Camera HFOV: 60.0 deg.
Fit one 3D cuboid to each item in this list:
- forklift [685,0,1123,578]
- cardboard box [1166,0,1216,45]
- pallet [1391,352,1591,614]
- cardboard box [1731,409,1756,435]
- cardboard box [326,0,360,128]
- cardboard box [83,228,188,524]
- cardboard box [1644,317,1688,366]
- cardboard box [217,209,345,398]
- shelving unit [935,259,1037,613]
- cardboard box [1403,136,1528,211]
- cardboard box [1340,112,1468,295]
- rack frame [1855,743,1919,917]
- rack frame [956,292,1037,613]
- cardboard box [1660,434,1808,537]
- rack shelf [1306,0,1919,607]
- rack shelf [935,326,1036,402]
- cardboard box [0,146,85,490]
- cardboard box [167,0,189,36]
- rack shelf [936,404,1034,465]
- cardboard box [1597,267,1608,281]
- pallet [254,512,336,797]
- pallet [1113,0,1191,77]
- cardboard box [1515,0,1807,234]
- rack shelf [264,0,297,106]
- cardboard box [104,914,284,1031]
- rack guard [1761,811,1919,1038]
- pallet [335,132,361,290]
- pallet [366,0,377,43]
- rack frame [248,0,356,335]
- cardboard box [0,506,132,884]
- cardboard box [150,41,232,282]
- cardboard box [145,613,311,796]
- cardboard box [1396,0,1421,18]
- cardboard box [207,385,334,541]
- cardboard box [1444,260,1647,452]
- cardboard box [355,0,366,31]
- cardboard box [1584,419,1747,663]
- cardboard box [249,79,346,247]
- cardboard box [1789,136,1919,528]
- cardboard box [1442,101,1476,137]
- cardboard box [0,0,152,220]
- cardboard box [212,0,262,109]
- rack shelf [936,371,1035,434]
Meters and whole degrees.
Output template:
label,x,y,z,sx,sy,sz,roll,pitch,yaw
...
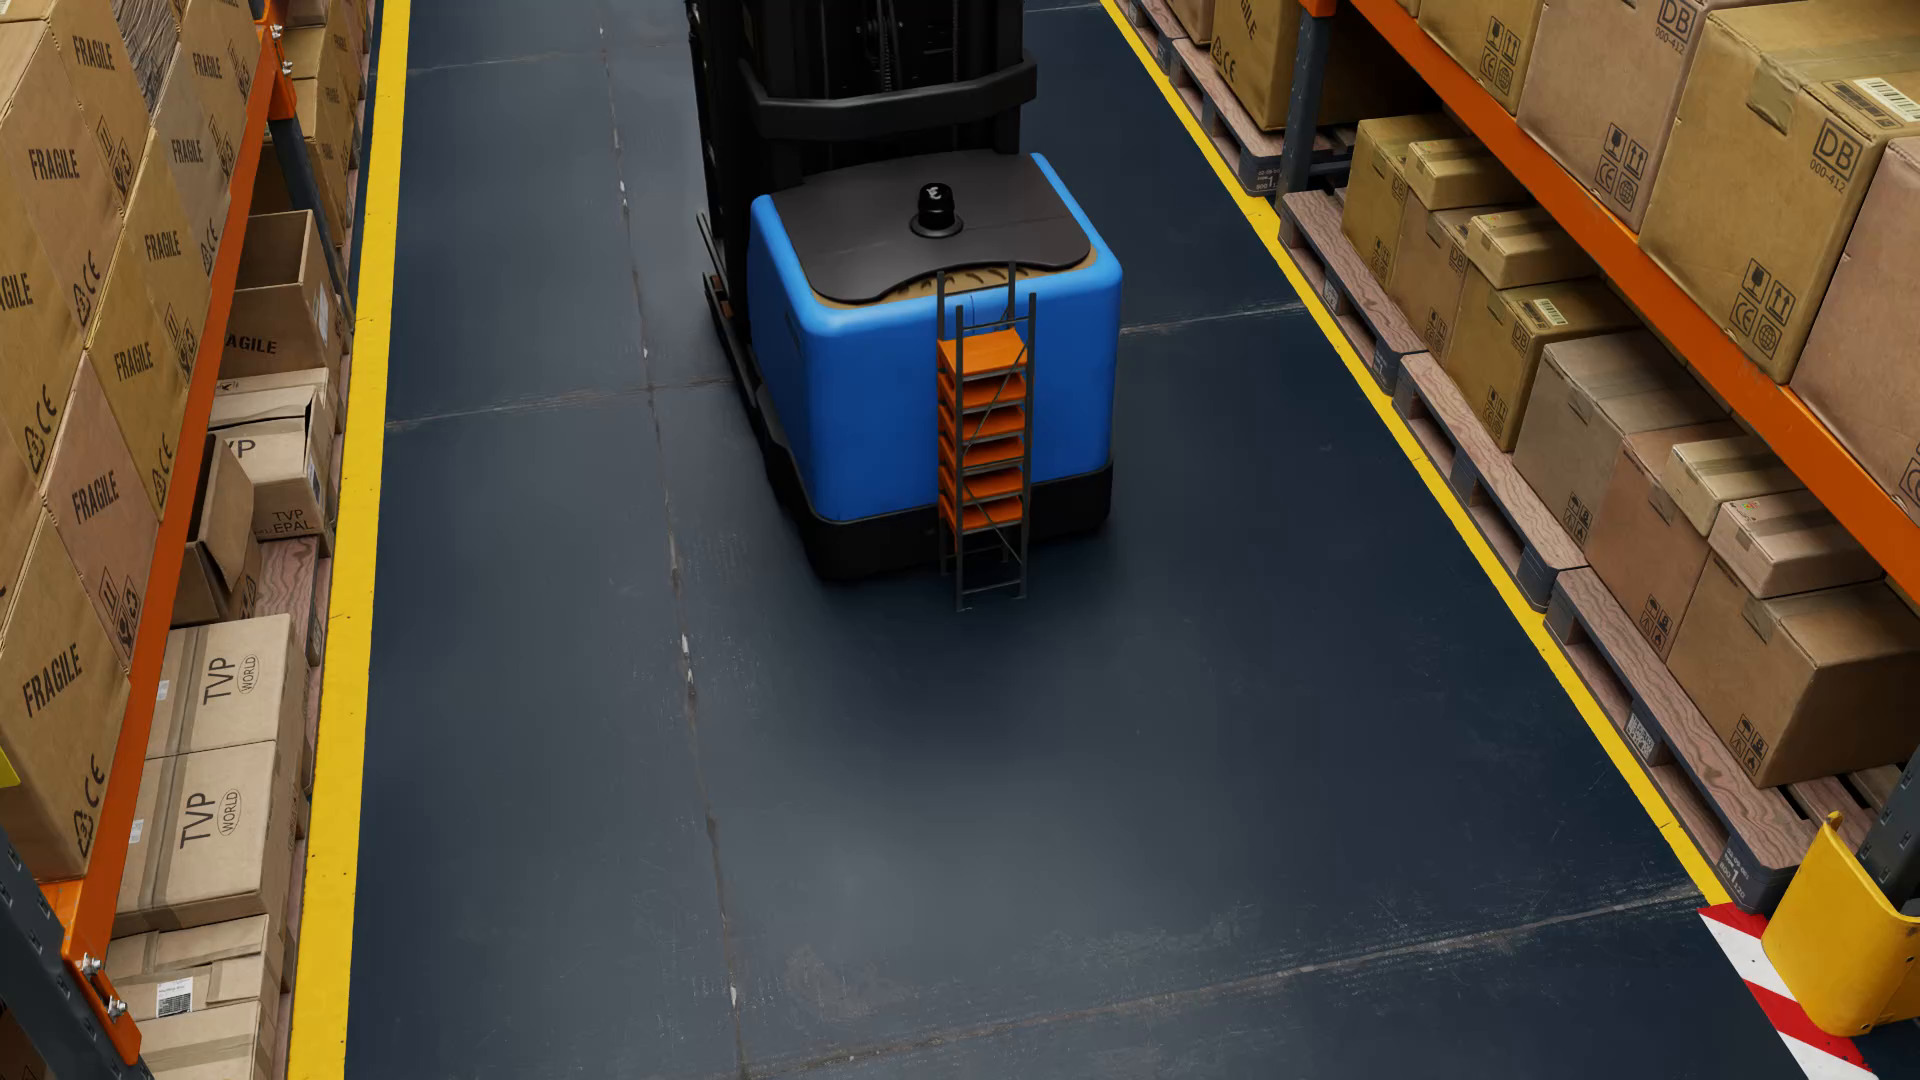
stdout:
label,x,y,z,sx,sy,sz,roll,pitch,yaw
forklift,-0.406,-1.961,5.751,1.130,2.935,3.031,-12,43,-13
cardboard box,1.438,-2.962,8.130,0.750,0.750,0.750,-7,42,-8
pallet,2.254,-0.291,5.919,1.003,0.211,1.213,-8,42,-9
cardboard box,2.573,-0.380,4.996,0.380,0.149,0.250,-8,42,-9
cardboard box,-3.029,-2.165,7.481,0.500,0.500,0.500,-8,42,-9
cardboard box,-2.133,-0.347,3.806,0.500,0.500,0.500,-8,42,-9
cardboard box,2.461,-0.711,5.369,0.380,0.149,0.250,-8,42,-9
cardboard box,-2.537,-0.819,5.965,0.500,0.500,0.500,-8,42,-9
shelving unit,0.076,-0.292,5.175,0.258,1.200,0.189,-12,43,-13
cardboard box,1.857,-1.347,6.086,0.380,0.149,0.250,-7,42,-8
cardboard box,1.961,-1.353,6.581,0.700,0.500,0.500,-8,42,-9
rack frame,2.763,-0.037,3.533,1.000,3.000,0.127,-8,42,-9
rack frame,0.103,-0.234,5.109,0.240,1.200,0.006,-12,43,-13
cardboard box,2.253,-0.164,4.753,0.380,0.149,0.250,-7,42,-8
rack shelf,2.331,-1.065,5.232,1.077,0.370,4.000,-8,42,-9
rack shelf,0.076,-0.528,4.965,0.258,0.103,0.180,-12,43,-13
cardboard box,-2.032,-0.400,3.112,0.500,0.500,0.500,-8,42,-9
cardboard box,-2.461,-1.707,4.585,0.500,0.500,0.500,-9,42,-10
rack shelf,0.076,-0.348,5.125,0.258,0.103,0.180,-12,43,-13
cardboard box,2.350,-1.042,5.742,0.380,0.149,0.250,-8,42,-9
pallet,-2.522,0.363,5.183,1.003,0.211,1.213,-8,42,-9
pallet,1.393,-2.869,8.823,1.003,0.211,1.213,-8,42,-9
cardboard box,2.320,-1.444,4.891,0.980,0.700,0.700,-10,43,-11
rack shelf,-3.368,-2.945,7.350,1.077,0.370,4.000,-8,42,-9
cardboard box,-1.882,1.087,4.068,0.380,0.166,0.250,-8,42,-9
rack guard,2.768,0.913,4.345,1.175,0.500,0.348,-8,42,-9
pallet,-3.149,-1.397,7.165,1.003,0.211,1.213,-8,42,-9
pallet,-3.676,-2.978,8.946,1.003,0.211,1.213,-8,42,-9
rack frame,-2.936,-1.918,5.651,1.000,3.000,0.127,-8,42,-9
cardboard box,-1.911,0.312,3.064,0.500,0.500,0.500,-8,42,-8
cardboard box,-2.352,-1.001,4.543,0.500,0.500,0.500,-7,42,-8
cardboard box,-2.129,0.497,4.670,0.500,0.250,0.500,-8,42,-9
cardboard box,2.001,-2.388,5.955,0.980,0.700,0.700,-8,42,-9
cardboard box,-2.375,-0.262,5.480,0.500,0.311,0.500,-8,42,-9
cardboard box,2.175,-0.694,5.839,0.700,0.500,0.500,-7,42,-8
cardboard box,-3.257,-2.832,8.233,0.500,0.500,0.500,-10,43,-11
cardboard box,2.406,-0.023,5.083,0.700,0.500,0.500,-8,42,-9
cardboard box,-2.803,-1.496,6.727,0.500,0.500,0.500,-10,43,-11
cardboard box,2.643,-0.479,3.804,0.980,0.700,0.700,-7,42,-7
cardboard box,2.124,-1.718,6.504,0.380,0.149,0.250,-9,42,-10
cardboard box,-2.245,-1.054,3.849,0.500,0.500,0.500,-9,42,-10
cardboard box,-2.578,-1.668,5.294,0.500,0.500,0.500,-8,42,-9
rack shelf,0.076,-0.438,5.045,0.258,0.103,0.180,-12,43,-13
